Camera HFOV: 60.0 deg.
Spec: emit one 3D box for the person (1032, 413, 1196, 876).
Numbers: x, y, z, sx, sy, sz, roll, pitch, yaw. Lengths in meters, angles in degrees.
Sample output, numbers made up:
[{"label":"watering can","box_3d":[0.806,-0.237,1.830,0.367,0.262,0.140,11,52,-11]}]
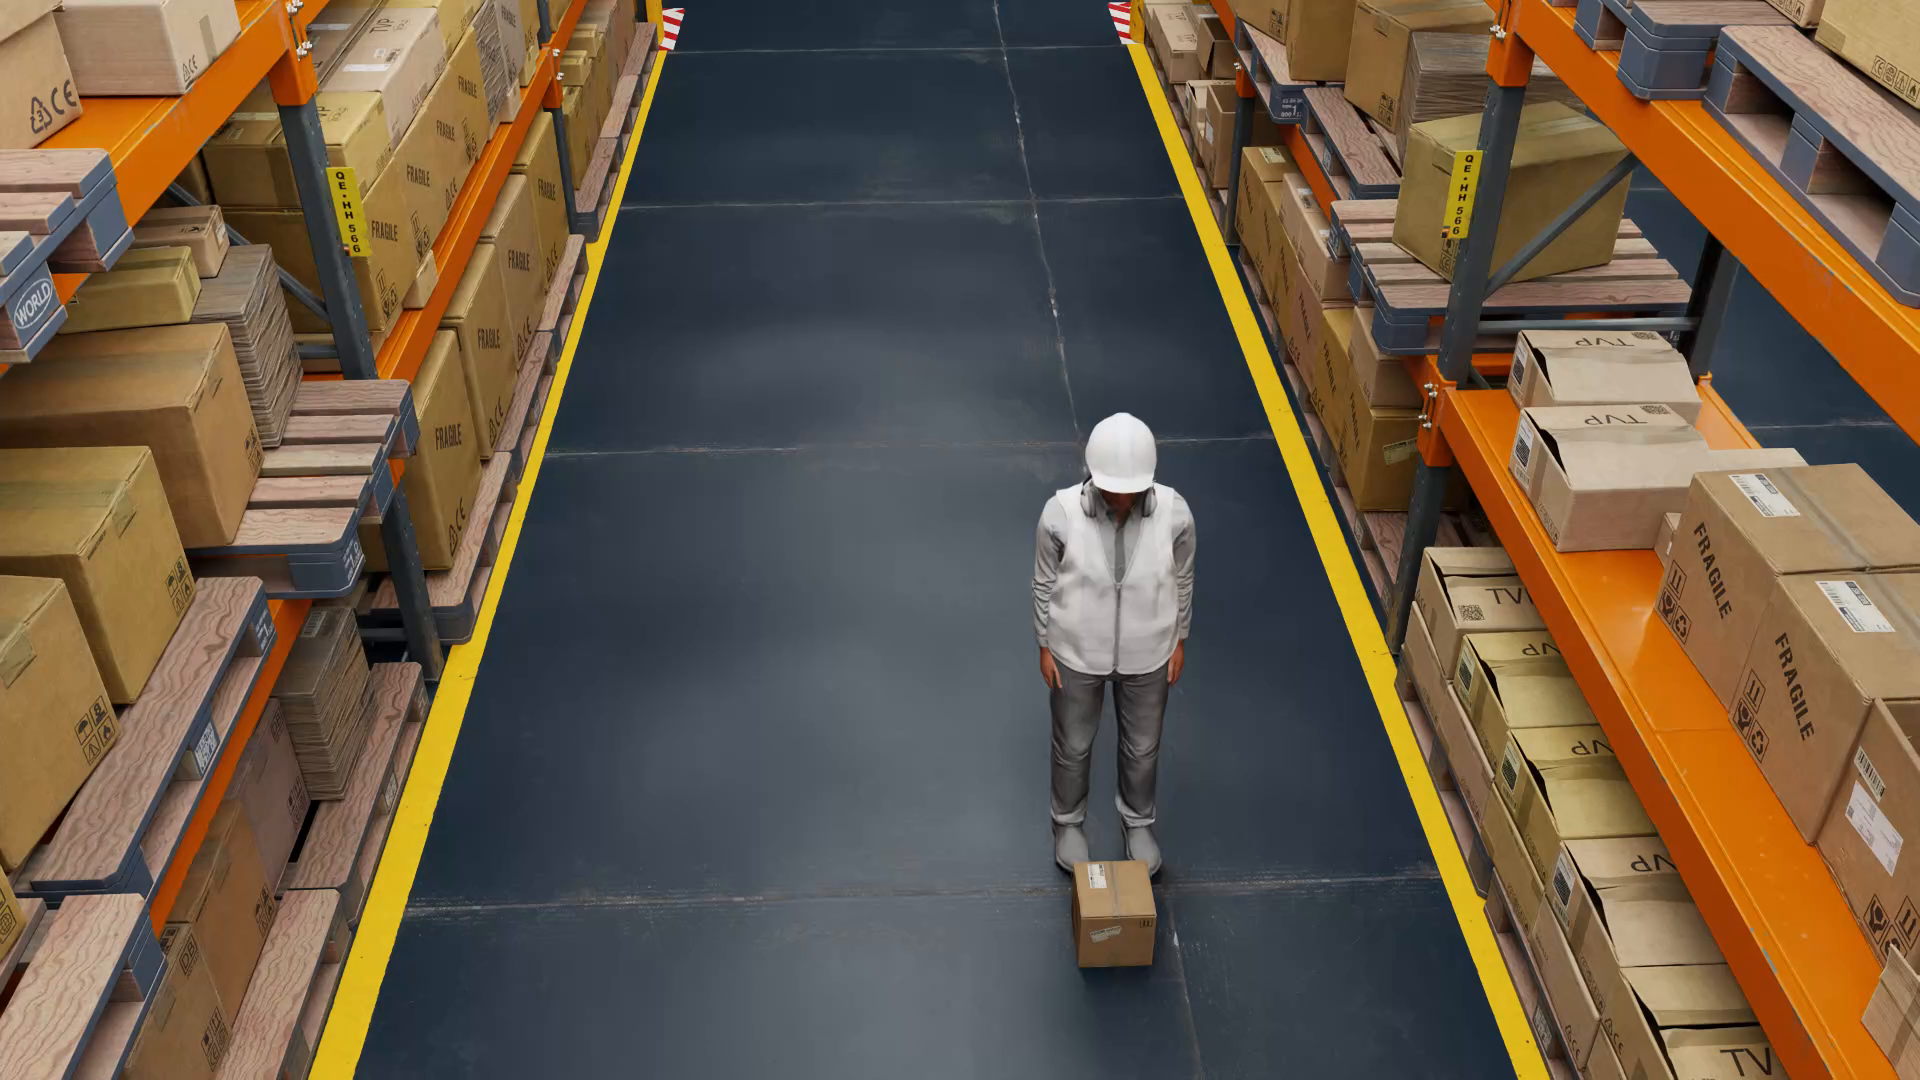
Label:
[{"label":"person","box_3d":[0.507,0.371,5.577,0.536,1.776,0.397,-1,35,-1]}]
